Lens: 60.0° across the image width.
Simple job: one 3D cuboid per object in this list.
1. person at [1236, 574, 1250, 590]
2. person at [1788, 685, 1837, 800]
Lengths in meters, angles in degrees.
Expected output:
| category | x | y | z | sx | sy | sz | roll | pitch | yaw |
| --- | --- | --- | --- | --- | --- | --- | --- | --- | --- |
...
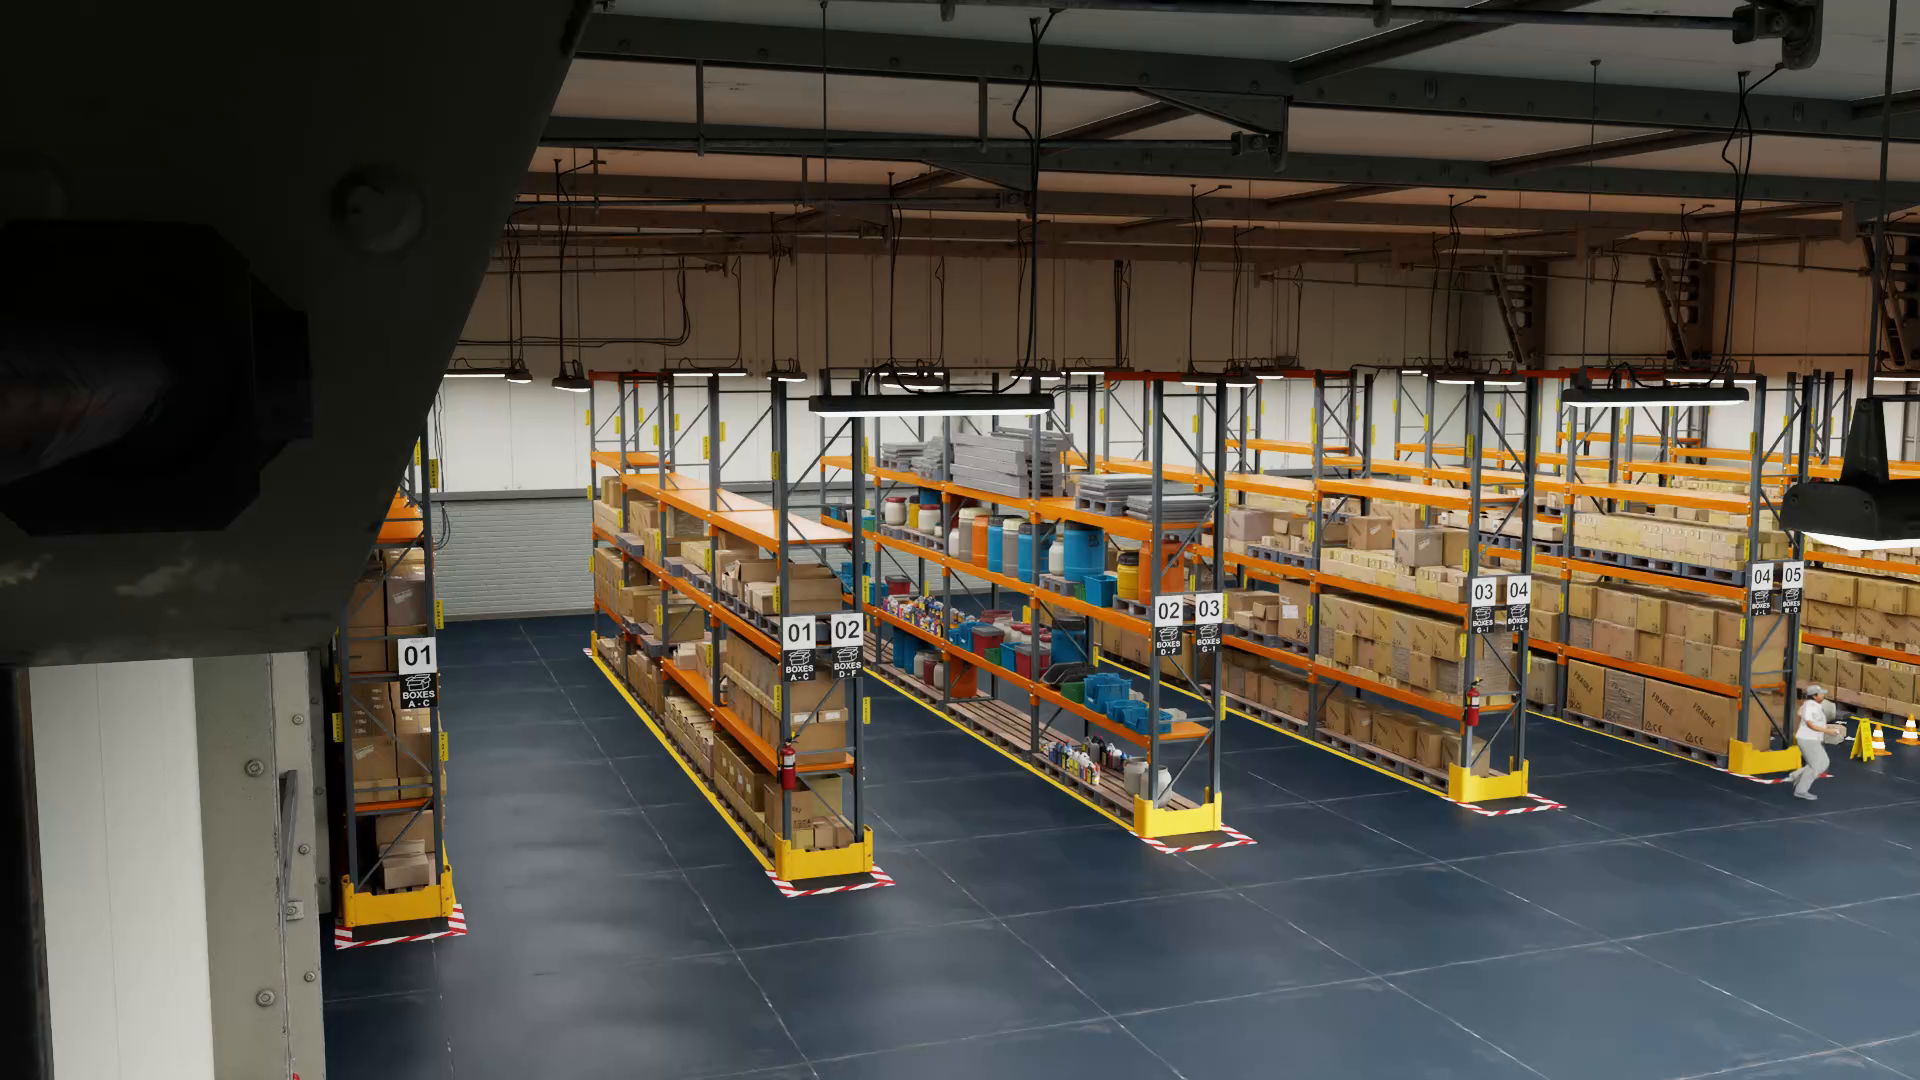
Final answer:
| category | x | y | z | sx | sy | sz | roll | pitch | yaw |
| --- | --- | --- | --- | --- | --- | --- | --- | --- | --- |
| person | 7.110 | 0.858 | 41.611 | 0.530 | 1.665 | 0.752 | 4 | 7 | 31 |
| person | 12.221 | 2.881 | 23.826 | 0.582 | 1.611 | 0.621 | 3 | 7 | 26 |
